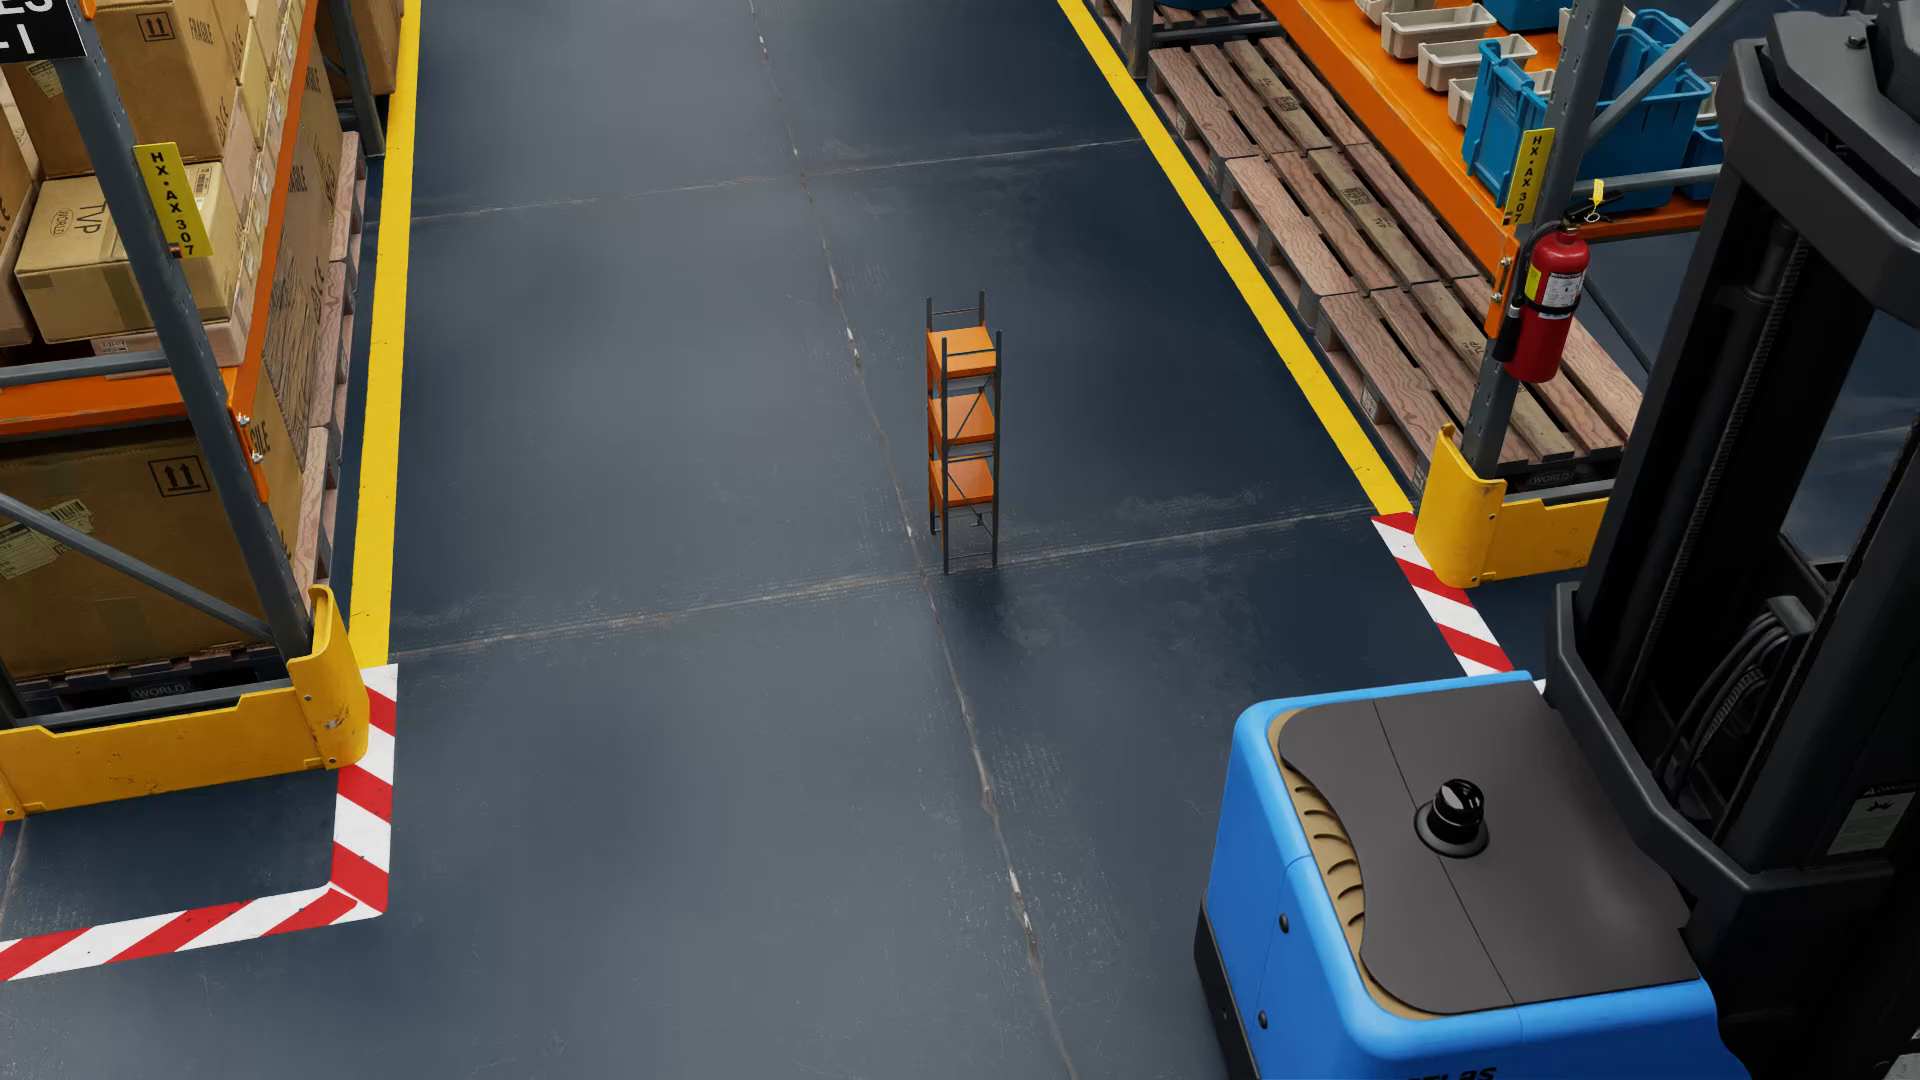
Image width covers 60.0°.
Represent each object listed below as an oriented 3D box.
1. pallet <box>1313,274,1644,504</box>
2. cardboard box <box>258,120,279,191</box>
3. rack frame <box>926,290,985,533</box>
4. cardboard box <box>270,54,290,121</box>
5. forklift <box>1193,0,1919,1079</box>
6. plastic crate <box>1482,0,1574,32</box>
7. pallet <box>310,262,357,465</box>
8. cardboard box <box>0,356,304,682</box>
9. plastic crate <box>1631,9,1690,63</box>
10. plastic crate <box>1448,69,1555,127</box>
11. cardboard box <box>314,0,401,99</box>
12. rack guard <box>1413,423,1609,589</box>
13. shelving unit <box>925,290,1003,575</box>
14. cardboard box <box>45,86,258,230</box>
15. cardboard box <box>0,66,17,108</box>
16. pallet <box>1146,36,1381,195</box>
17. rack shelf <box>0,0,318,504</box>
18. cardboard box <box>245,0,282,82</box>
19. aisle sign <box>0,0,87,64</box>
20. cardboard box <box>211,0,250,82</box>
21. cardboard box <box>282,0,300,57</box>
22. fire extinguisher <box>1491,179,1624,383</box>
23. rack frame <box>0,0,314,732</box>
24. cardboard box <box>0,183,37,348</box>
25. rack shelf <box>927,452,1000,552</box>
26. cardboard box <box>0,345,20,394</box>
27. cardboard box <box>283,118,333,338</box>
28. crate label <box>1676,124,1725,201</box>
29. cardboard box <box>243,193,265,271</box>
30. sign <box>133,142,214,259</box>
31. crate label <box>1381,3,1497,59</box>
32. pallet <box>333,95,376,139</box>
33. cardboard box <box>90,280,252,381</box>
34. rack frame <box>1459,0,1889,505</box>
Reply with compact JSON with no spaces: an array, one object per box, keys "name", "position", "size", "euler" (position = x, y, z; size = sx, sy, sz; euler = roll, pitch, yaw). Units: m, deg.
[{"name":"pallet","position":[2.144,-0.642,6.814],"size":[1.003,0.211,1.213],"euler":[-8,42,-9]},{"name":"cardboard box","position":[-2.530,-1.284,5.626],"size":[0.380,0.149,0.250],"euler":[-9,42,-10]},{"name":"rack frame","position":[-0.015,-0.437,5.951],"size":[0.200,1.050,0.008],"euler":[-8,42,-9]},{"name":"cardboard box","position":[-2.640,-1.615,5.999],"size":[0.380,0.149,0.250],"euler":[-9,42,-10]},{"name":"forklift","position":[2.236,0.281,3.726],"size":[3.031,2.935,1.130],"euler":[-6,42,-7]},{"name":"plastic crate","position":[2.268,-2.165,6.510],"size":[0.416,0.233,0.300],"euler":[-8,42,-9]},{"name":"pallet","position":[-3.061,-0.688,6.866],"size":[1.003,0.211,1.213],"euler":[-8,42,-9]},{"name":"cardboard box","position":[-2.768,-0.201,5.501],"size":[0.875,0.875,0.875],"euler":[-8,42,-9]},{"name":"plastic crate","position":[2.410,-1.738,6.030],"size":[0.416,0.233,0.300],"euler":[-8,42,-9]},{"name":"plastic crate","position":[1.931,-1.571,5.914],"size":[0.396,0.136,0.243],"euler":[-8,42,-9]},{"name":"cardboard box","position":[-3.573,-2.802,8.431],"size":[1.225,0.875,0.875],"euler":[-8,42,-9]},{"name":"rack guard","position":[2.302,-0.196,6.094],"size":[1.175,0.500,0.348],"euler":[-8,42,-9]},{"name":"shelving unit","position":[0.012,-0.358,5.862],"size":[0.215,1.050,0.252],"euler":[-8,42,-9]},{"name":"cardboard box","position":[-2.511,-1.176,5.204],"size":[0.500,0.250,0.500],"euler":[-9,42,-10]},{"name":"cardboard box","position":[-3.135,-1.425,5.485],"size":[0.500,0.250,0.500],"euler":[-10,43,-11]},{"name":"pallet","position":[1.617,-2.223,8.596],"size":[1.003,0.211,1.213],"euler":[-8,42,-9]},{"name":"rack shelf","position":[-2.984,-1.462,6.180],"size":[1.077,0.370,4.000],"euler":[-8,42,-9]},{"name":"cardboard box","position":[-2.733,-1.840,5.952],"size":[0.500,0.250,0.500],"euler":[-9,42,-10]},{"name":"aisle sign","position":[-2.244,-1.403,3.613],"size":[0.394,0.787,0.004],"euler":[-8,42,-9]},{"name":"cardboard box","position":[-2.618,-1.779,5.319],"size":[0.500,0.500,0.500],"euler":[-9,42,-10]},{"name":"cardboard box","position":[-2.752,-1.950,6.377],"size":[0.380,0.149,0.250],"euler":[-9,42,-10]},{"name":"fire extinguisher","position":[1.873,-0.813,5.246],"size":[0.296,0.674,0.183],"euler":[-8,42,-9]},{"name":"rack frame","position":[-2.552,-0.435,4.480],"size":[1.000,3.000,0.127],"euler":[-8,42,-9]},{"name":"cardboard box","position":[-2.916,-0.766,4.742],"size":[0.500,0.250,0.500],"euler":[-9,42,-10]},{"name":"rack shelf","position":[0.012,-0.142,6.054],"size":[0.215,0.259,0.240],"euler":[-8,42,-9]},{"name":"cardboard box","position":[-2.950,-0.525,4.771],"size":[0.380,0.149,0.250],"euler":[-8,42,-8]},{"name":"cardboard box","position":[-3.157,-1.367,6.815],"size":[0.875,0.875,0.875],"euler":[-8,42,-9]},{"name":"crate label","position":[2.552,-1.312,5.549],"size":[0.416,0.233,0.303],"euler":[-8,42,-9]},{"name":"cardboard box","position":[-2.419,-0.950,5.250],"size":[0.380,0.149,0.250],"euler":[-9,42,-10]},{"name":"sign","position":[-2.009,-0.864,4.252],"size":[0.100,0.325,0.005],"euler":[-8,42,-9]},{"name":"crate label","position":[1.799,-1.938,6.327],"size":[0.396,0.136,0.243],"euler":[-8,42,-9]},{"name":"pallet","position":[-3.656,-2.474,8.878],"size":[1.003,0.211,1.213],"euler":[-8,42,-9]},{"name":"cardboard box","position":[-2.306,-0.618,4.876],"size":[0.380,0.149,0.250],"euler":[-8,42,-9]},{"name":"rack frame","position":[2.284,-1.145,5.280],"size":[1.000,3.000,0.127],"euler":[-8,42,-9]}]
